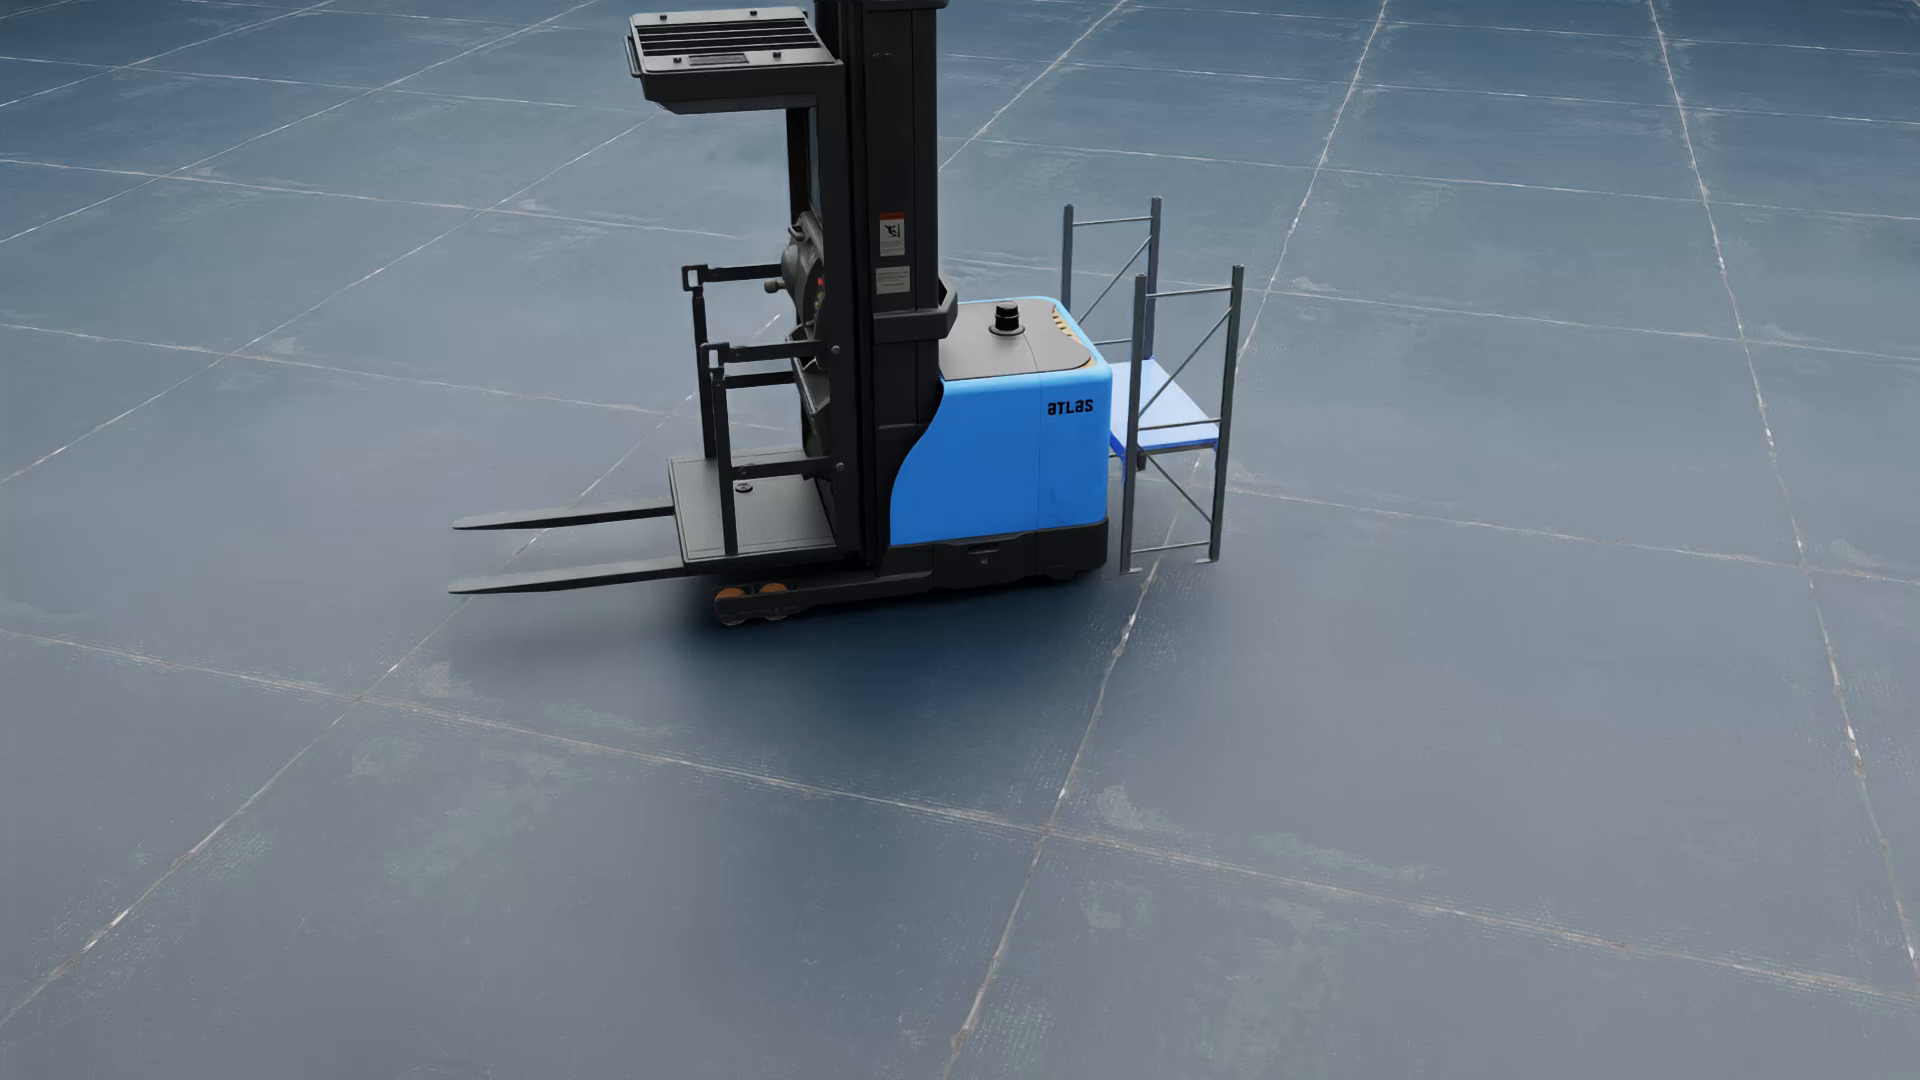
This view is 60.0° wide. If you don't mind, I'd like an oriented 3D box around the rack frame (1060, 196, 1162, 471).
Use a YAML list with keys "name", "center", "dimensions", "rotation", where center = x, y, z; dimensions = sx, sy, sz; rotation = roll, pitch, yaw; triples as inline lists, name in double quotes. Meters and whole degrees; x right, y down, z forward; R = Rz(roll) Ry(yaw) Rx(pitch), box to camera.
- name: "rack frame"
  center: [0.750, -1.005, 8.515]
  dimensions: [0.500, 1.500, 0.032]
  rotation: [-7, 30, -13]

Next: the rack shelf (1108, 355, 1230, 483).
- name: "rack shelf"
  center: [0.880, -0.609, 8.172]
  dimensions: [0.538, 0.185, 1.000]
  rotation: [-7, 30, -13]

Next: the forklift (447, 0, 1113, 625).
- name: "forklift"
  center: [-0.871, -1.176, 7.349]
  dimensions: [3.031, 2.935, 1.130]
  rotation: [-6, 30, -11]

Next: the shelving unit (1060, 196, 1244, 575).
- name: "shelving unit"
  center: [0.880, -0.766, 8.085]
  dimensions: [0.538, 1.500, 1.048]
  rotation: [-7, 30, -13]

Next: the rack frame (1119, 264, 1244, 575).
- name: "rack frame"
  center: [1.009, -0.528, 7.656]
  dimensions: [0.500, 1.500, 0.032]
  rotation: [-7, 30, -13]
